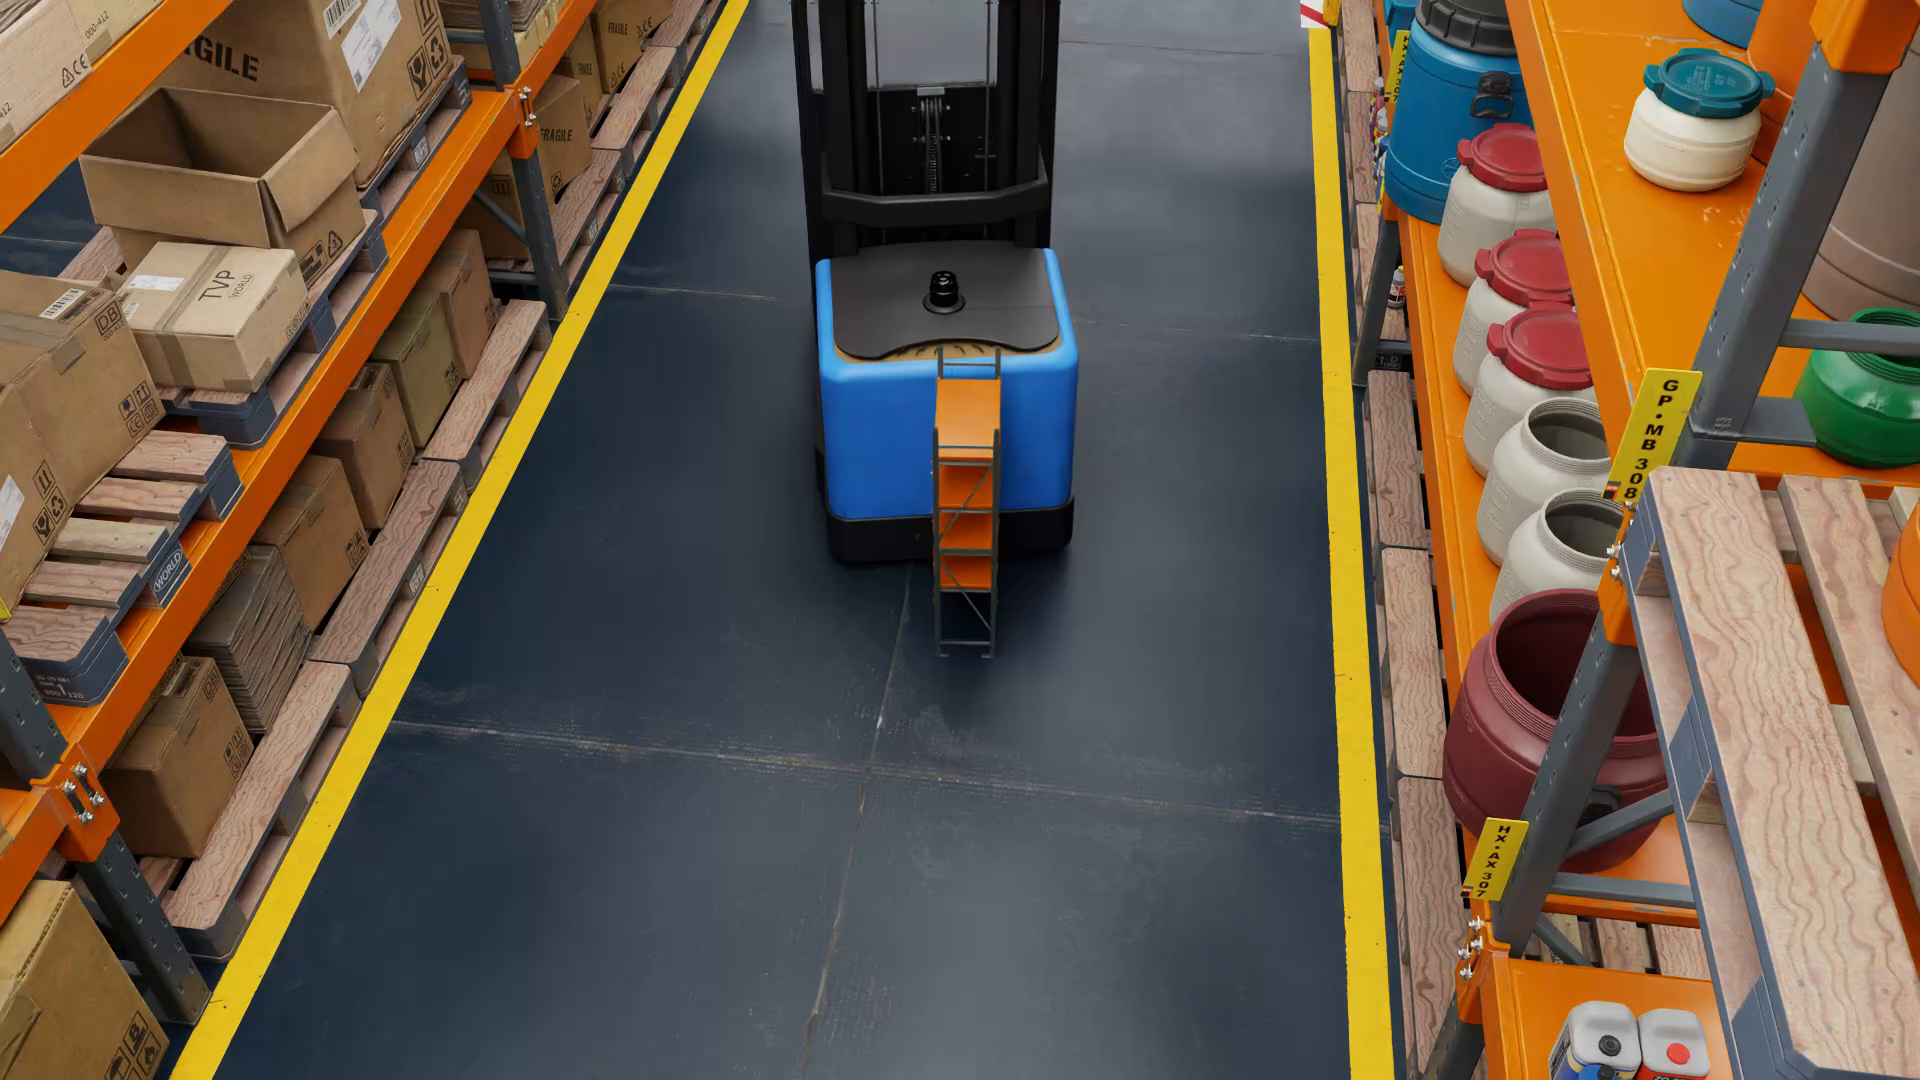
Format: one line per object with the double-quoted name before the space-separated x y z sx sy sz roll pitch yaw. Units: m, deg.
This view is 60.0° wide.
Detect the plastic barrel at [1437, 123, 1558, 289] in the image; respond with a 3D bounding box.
"plastic barrel" 2.057 -1.243 6.304 0.433 0.535 0.433 0 43 0

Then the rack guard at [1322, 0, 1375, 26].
"rack guard" 2.966 -3.588 10.698 1.175 0.500 0.348 5 44 6

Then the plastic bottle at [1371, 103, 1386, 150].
"plastic bottle" 2.335 -2.280 9.163 0.097 0.271 0.097 0 43 0

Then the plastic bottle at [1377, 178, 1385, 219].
"plastic bottle" 2.268 -1.840 8.640 0.144 0.351 0.185 5 44 5

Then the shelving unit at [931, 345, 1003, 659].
"shelving unit" 0.029 -0.128 6.534 0.258 1.200 0.503 1 43 1

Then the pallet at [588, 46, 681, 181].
"pallet" -2.296 -2.558 9.820 1.003 0.211 1.213 5 44 6

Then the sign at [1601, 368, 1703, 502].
"sign" 1.325 -0.196 3.192 0.100 0.325 0.005 5 44 6

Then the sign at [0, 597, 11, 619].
"sign" -2.487 0.078 4.166 0.100 0.325 0.005 5 44 6

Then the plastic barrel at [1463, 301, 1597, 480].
"plastic barrel" 1.902 -0.448 5.465 0.433 0.535 0.433 0 43 0

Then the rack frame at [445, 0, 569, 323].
"rack frame" -2.509 -2.276 7.494 1.000 3.000 0.127 5 44 6

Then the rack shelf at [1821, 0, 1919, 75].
"rack shelf" 1.607 0.491 1.022 1.077 0.370 4.000 5 44 6

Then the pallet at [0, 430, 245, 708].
"pallet" -3.049 0.024 5.204 1.213 0.211 1.003 5 44 6

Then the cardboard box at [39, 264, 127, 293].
"cardboard box" -3.085 -0.815 5.743 0.396 0.266 0.258 4 44 4

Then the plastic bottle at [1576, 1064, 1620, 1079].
"plastic bottle" 1.452 1.289 3.823 0.097 0.271 0.097 0 43 0

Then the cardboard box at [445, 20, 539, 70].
"cardboard box" -2.182 -2.304 7.706 0.380 0.149 0.250 5 44 6

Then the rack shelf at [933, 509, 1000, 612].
"rack shelf" 0.029 0.065 6.717 0.258 0.148 0.480 1 43 1

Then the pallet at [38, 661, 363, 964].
"pallet" -2.933 0.930 6.136 1.003 0.211 1.213 5 44 6

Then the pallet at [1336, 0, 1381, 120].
"pallet" 2.853 -2.930 10.213 1.003 0.211 1.213 5 44 6

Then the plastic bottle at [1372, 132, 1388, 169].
"plastic bottle" 2.309 -2.119 9.044 0.097 0.201 0.097 0 43 0

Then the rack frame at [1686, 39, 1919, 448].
"rack frame" 1.872 -1.278 2.077 1.000 3.000 0.127 5 44 6

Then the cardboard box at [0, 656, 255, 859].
"cardboard box" -2.969 0.740 5.807 0.700 0.500 0.500 3 44 3

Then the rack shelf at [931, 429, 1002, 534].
"rack shelf" 0.029 -0.241 6.427 0.258 0.148 0.480 1 43 1

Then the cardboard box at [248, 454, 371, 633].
"cardboard box" -2.840 -0.027 6.617 0.700 0.500 0.500 9 44 9

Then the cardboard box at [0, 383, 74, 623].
"cardboard box" -3.006 -0.110 4.829 0.500 0.500 0.500 0 43 0

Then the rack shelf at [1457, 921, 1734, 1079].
"rack shelf" 1.607 2.525 2.947 1.077 0.370 4.000 5 44 6

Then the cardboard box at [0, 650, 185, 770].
"cardboard box" -2.979 0.466 5.551 0.500 0.250 0.500 7 44 7

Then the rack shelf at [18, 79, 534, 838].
"rack shelf" -2.773 -0.652 6.302 1.077 0.370 4.000 5 44 6

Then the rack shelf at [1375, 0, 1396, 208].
"rack shelf" 2.665 -2.928 8.706 1.077 0.370 4.000 5 44 6

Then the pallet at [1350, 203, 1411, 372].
"pallet" 2.531 -1.267 8.457 1.003 0.211 1.213 5 44 6

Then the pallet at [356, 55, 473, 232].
"pallet" -2.754 -1.699 7.024 1.003 0.211 1.213 5 44 6

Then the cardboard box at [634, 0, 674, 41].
"cardboard box" -2.124 -3.412 10.207 0.500 0.500 0.500 16 46 16

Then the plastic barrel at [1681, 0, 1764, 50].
"plastic barrel" 2.376 -1.839 4.487 0.600 0.901 0.708 5 44 6

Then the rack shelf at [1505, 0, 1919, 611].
"rack shelf" 2.136 -1.291 4.795 1.077 0.370 4.000 5 44 6

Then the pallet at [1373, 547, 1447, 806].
"pallet" 2.176 0.559 6.528 1.003 0.211 1.213 5 44 6

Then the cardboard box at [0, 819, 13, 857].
"cardboard box" -2.857 0.773 4.202 0.500 0.500 0.500 6 44 7

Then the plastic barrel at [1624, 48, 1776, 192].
"plastic barrel" 1.808 -1.027 4.094 0.301 0.262 0.301 0 43 0

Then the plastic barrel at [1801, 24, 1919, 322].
"plastic barrel" 2.195 -0.911 3.506 0.600 0.901 0.600 0 43 0

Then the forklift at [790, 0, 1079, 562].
"forklift" -0.160 -1.978 7.230 1.130 2.935 3.031 -3 44 -4

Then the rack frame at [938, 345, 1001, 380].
"rack frame" 0.036 -0.295 6.711 0.240 1.200 0.015 1 43 1

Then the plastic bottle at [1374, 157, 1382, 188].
"plastic bottle" 2.282 -1.979 8.896 0.097 0.201 0.097 0 43 0

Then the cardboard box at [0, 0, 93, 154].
"cardboard box" -2.655 -1.232 4.319 0.500 0.250 0.500 6 44 7

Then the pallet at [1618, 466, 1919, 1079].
"pallet" 1.674 0.392 2.632 1.003 0.211 1.213 5 44 6

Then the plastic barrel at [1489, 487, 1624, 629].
"plastic barrel" 1.796 0.139 4.862 0.421 0.512 0.421 0 43 0

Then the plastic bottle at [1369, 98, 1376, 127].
"plastic bottle" 2.367 -2.418 9.359 0.097 0.201 0.097 0 43 0

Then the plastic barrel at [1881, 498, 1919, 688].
"plastic barrel" 1.794 -0.111 2.408 0.600 0.830 0.708 5 44 6

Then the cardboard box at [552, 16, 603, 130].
"cardboard box" -2.344 -2.611 9.361 0.500 0.500 0.500 2 43 2

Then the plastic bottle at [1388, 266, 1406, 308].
"plastic bottle" 2.140 -1.245 8.121 0.097 0.201 0.097 0 43 0

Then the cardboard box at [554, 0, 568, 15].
"cardboard box" -2.131 -2.646 8.068 0.380 0.149 0.250 5 44 6

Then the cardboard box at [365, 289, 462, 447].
"cardboard box" -2.693 -0.788 7.421 0.700 0.500 0.500 5 44 5

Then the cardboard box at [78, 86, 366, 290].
"cardboard box" -2.647 -1.276 6.058 0.797 0.503 0.637 9 44 10

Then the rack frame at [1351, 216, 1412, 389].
"rack frame" 2.401 -1.826 7.019 1.000 3.000 0.127 5 44 6

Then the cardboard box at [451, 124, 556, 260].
"cardboard box" -2.416 -1.790 8.493 0.500 0.500 0.500 4 44 4
